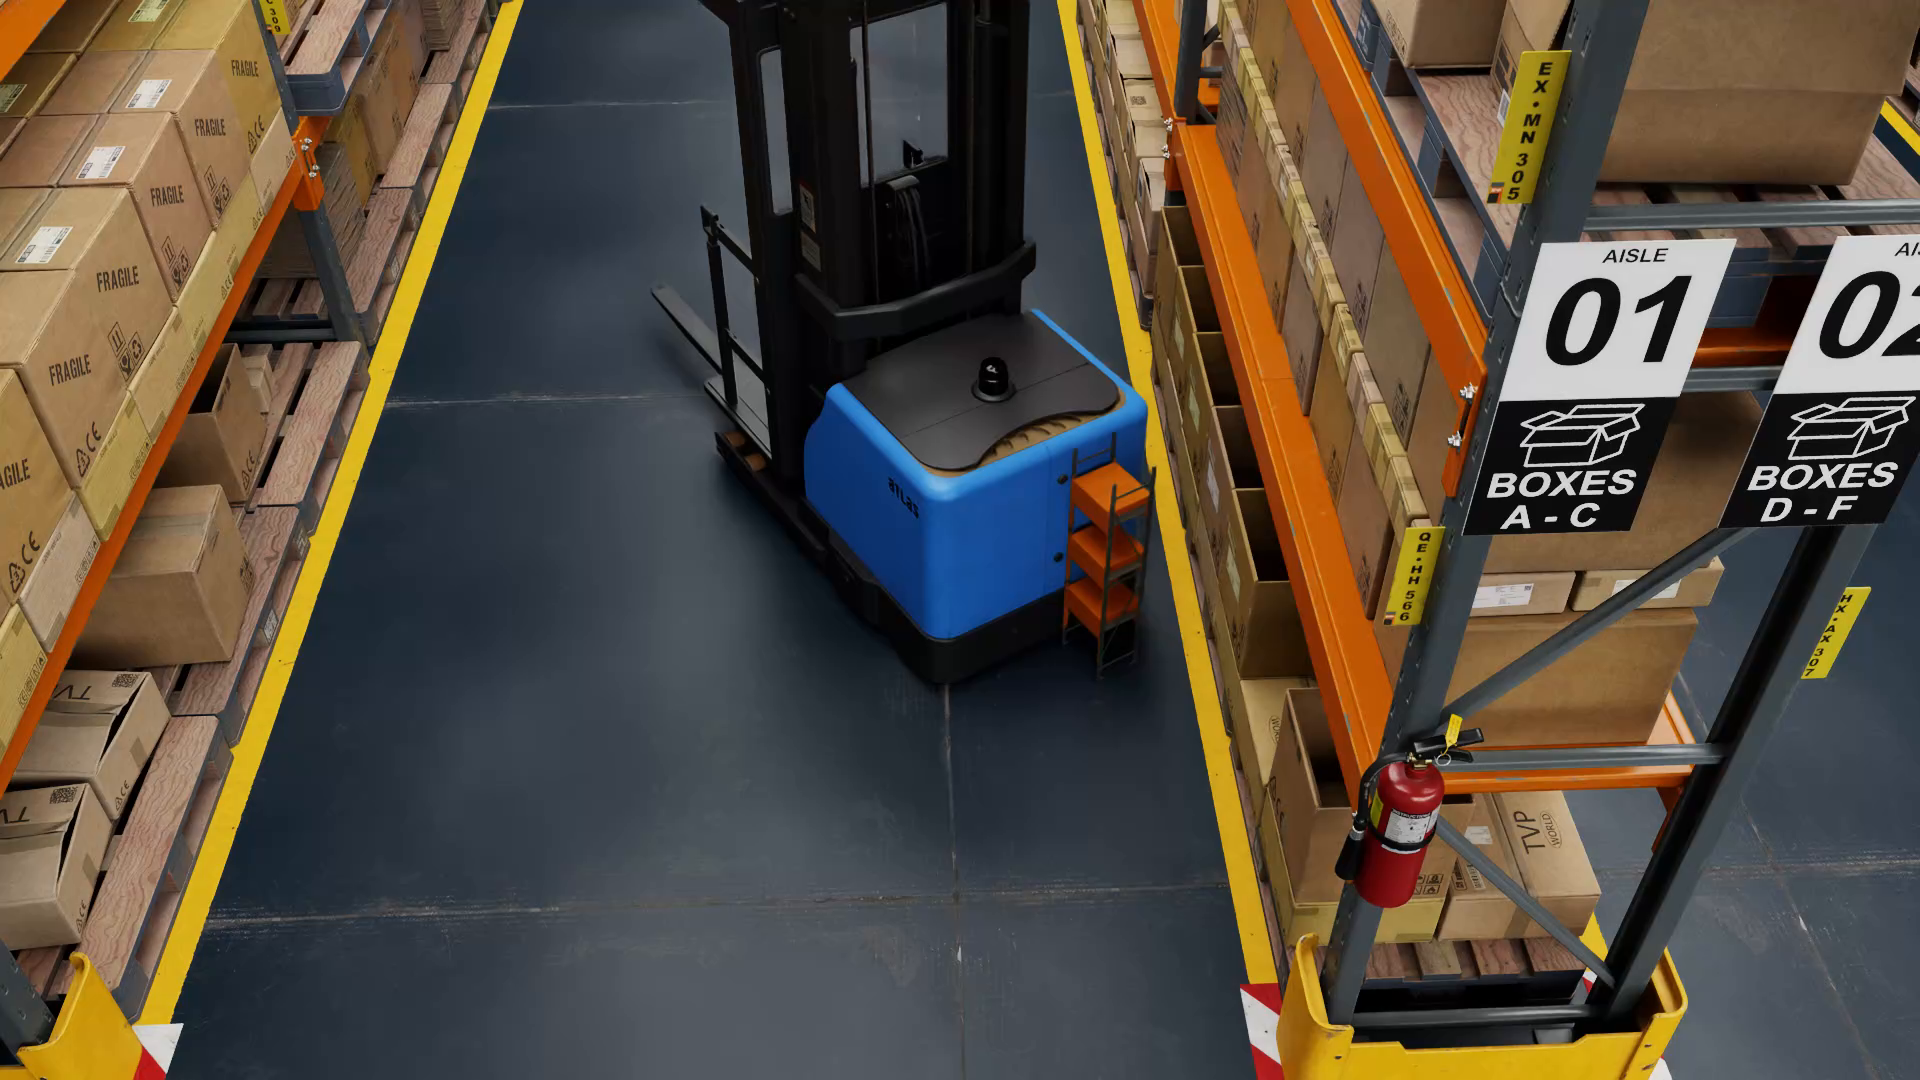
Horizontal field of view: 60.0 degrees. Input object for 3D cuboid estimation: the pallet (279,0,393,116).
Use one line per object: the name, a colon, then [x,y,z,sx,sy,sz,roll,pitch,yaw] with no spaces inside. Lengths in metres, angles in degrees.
pallet: [-3.357,-2.406,7.947,1.003,0.211,1.213,-2,43,-2]

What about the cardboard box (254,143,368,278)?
cardboard box: [-3.518,-1.694,8.552,0.700,0.500,0.500,0,43,0]

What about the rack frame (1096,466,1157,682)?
rack frame: [0.641,0.153,6.456,0.200,1.050,0.008,-24,48,-24]

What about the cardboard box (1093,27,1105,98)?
cardboard box: [1.088,-2.891,10.058,0.500,0.250,0.500,-3,43,-3]

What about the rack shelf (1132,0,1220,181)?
rack shelf: [1.394,-3.186,9.188,1.077,0.370,4.000,-2,43,-2]

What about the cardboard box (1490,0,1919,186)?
cardboard box: [1.629,-1.139,3.712,0.797,0.503,0.637,1,43,1]

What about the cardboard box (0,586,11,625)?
cardboard box: [-3.020,0.184,4.520,0.500,0.500,0.500,-2,43,-2]

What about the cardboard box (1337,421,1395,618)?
cardboard box: [1.615,-0.108,5.223,0.700,0.500,0.500,-1,43,-1]

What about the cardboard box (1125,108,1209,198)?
cardboard box: [1.147,-2.066,8.742,0.500,0.311,0.500,-1,43,-1]

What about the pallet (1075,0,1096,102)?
pallet: [1.305,-3.217,10.753,1.003,0.211,1.213,-2,43,-2]

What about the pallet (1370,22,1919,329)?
pallet: [1.645,-0.952,4.064,1.003,0.211,1.213,-2,43,-2]

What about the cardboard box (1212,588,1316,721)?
cardboard box: [1.275,0.430,6.435,0.500,0.250,0.500,-2,43,-2]

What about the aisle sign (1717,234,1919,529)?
aisle sign: [1.958,-0.324,3.609,0.394,0.787,0.004,-2,43,-2]

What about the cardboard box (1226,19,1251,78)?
cardboard box: [1.308,-2.021,6.831,0.380,0.149,0.250,-1,43,-1]

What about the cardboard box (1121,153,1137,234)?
cardboard box: [1.152,-1.856,8.928,0.500,0.250,0.500,-2,43,-2]

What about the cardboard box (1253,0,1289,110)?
cardboard box: [1.527,-1.976,6.301,0.700,0.500,0.500,-2,43,-2]

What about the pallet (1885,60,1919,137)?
pallet: [6.301,-2.568,10.045,1.003,0.211,1.213,-2,43,-2]

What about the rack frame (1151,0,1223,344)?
rack frame: [1.479,-2.101,7.472,1.000,3.000,0.127,-2,43,-2]

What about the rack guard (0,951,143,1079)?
rack guard: [-3.303,1.614,5.269,1.175,0.500,0.348,-2,43,-2]

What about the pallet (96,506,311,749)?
pallet: [-3.351,0.349,6.862,1.003,0.211,1.213,-2,43,-2]

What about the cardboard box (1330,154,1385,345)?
cardboard box: [1.590,-0.962,5.196,0.700,0.500,0.500,-1,43,-2]

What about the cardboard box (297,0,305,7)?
cardboard box: [-3.474,-2.878,7.920,0.700,0.500,0.500,2,43,3]

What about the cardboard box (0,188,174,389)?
cardboard box: [-3.080,-0.847,5.645,0.500,0.500,0.500,0,43,0]

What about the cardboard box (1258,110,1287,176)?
cardboard box: [1.342,-1.501,6.263,0.380,0.149,0.250,-3,43,-3]

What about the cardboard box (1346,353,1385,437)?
cardboard box: [1.411,-0.449,5.115,0.380,0.149,0.250,-1,43,-1]

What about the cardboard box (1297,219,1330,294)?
cardboard box: [1.374,-0.977,5.691,0.380,0.149,0.250,-2,43,-2]

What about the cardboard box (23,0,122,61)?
cardboard box: [-3.659,-1.862,6.752,0.500,0.500,0.500,-3,43,-3]

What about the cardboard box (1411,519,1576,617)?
cardboard box: [1.442,0.071,4.549,0.380,0.149,0.250,-2,43,-3]

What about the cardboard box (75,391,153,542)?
cardboard box: [-3.055,-0.241,5.539,0.500,0.250,0.500,-2,43,-2]

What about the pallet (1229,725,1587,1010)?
pallet: [1.575,1.112,6.030,1.003,0.211,1.213,-2,43,-2]

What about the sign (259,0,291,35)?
sign: [-2.928,-2.297,7.045,0.100,0.325,0.005,-2,43,-2]

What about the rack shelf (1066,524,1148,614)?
rack shelf: [0.574,0.091,6.539,0.215,0.259,0.240,-24,48,-24]

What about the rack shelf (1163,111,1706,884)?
rack shelf: [1.564,-0.486,6.242,1.077,0.370,4.000,-2,43,-2]

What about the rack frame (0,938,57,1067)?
rack frame: [-3.297,0.744,4.369,0.949,2.616,0.053,-2,43,-2]

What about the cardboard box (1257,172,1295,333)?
cardboard box: [1.551,-1.144,6.354,0.700,0.500,0.500,-1,43,-1]

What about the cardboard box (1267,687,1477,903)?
cardboard box: [1.329,0.828,5.446,0.500,0.500,0.500,-2,43,-2]

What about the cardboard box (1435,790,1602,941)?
cardboard box: [1.849,1.089,5.715,0.500,0.250,0.500,-2,43,-2]

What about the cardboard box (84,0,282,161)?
cardboard box: [-3.141,-1.875,6.766,0.500,0.500,0.500,-2,43,-2]

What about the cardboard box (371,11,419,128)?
cardboard box: [-3.602,-2.727,9.680,0.700,0.500,0.500,-2,43,-2]

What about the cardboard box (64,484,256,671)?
cardboard box: [-3.245,0.152,6.539,0.700,0.500,0.500,-4,43,-4]

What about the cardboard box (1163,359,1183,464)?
cardboard box: [1.212,-0.583,7.540,0.500,0.250,0.500,-2,43,-2]

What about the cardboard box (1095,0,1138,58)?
cardboard box: [1.088,-3.089,9.859,0.500,0.311,0.500,-3,43,-3]

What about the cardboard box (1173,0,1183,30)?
cardboard box: [1.258,-2.640,8.160,0.396,0.266,0.258,-3,43,-3]

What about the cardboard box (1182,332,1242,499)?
cardboard box: [1.229,-0.522,6.918,0.500,0.500,0.500,-2,43,-2]

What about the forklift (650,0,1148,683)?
forklift: [-0.478,-1.476,6.841,1.130,2.935,3.031,-24,48,-24]

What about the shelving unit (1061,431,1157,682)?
shelving unit: [0.574,0.083,6.532,0.215,1.050,0.252,-24,48,-24]

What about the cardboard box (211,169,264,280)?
cardboard box: [-3.134,-1.261,6.652,0.500,0.250,0.500,-1,43,-2]
